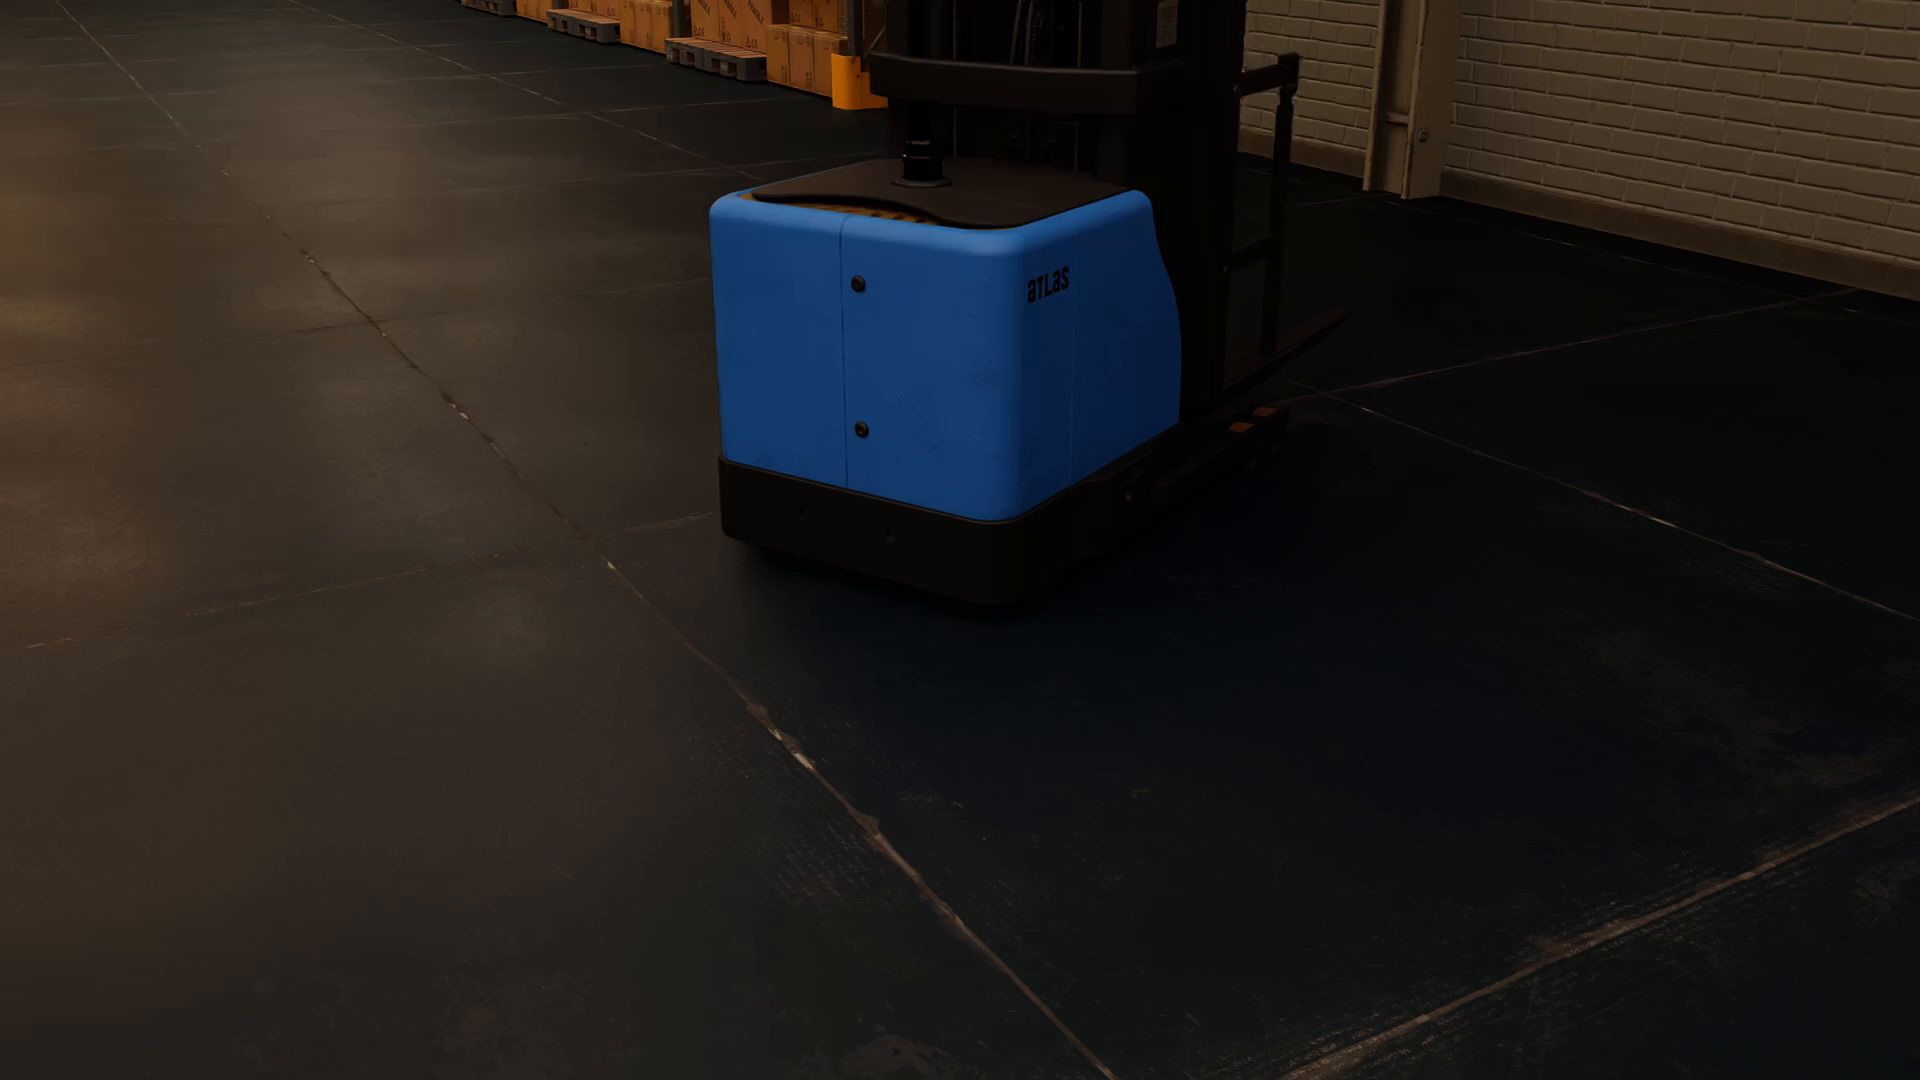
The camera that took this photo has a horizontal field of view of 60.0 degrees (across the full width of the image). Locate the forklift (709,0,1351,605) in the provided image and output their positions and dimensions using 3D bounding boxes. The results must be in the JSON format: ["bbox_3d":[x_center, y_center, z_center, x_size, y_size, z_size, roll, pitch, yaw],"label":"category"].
[{"bbox_3d":[0.507,-1.687,5.384,1.130,2.935,3.031,14,26,30],"label":"forklift"}]
